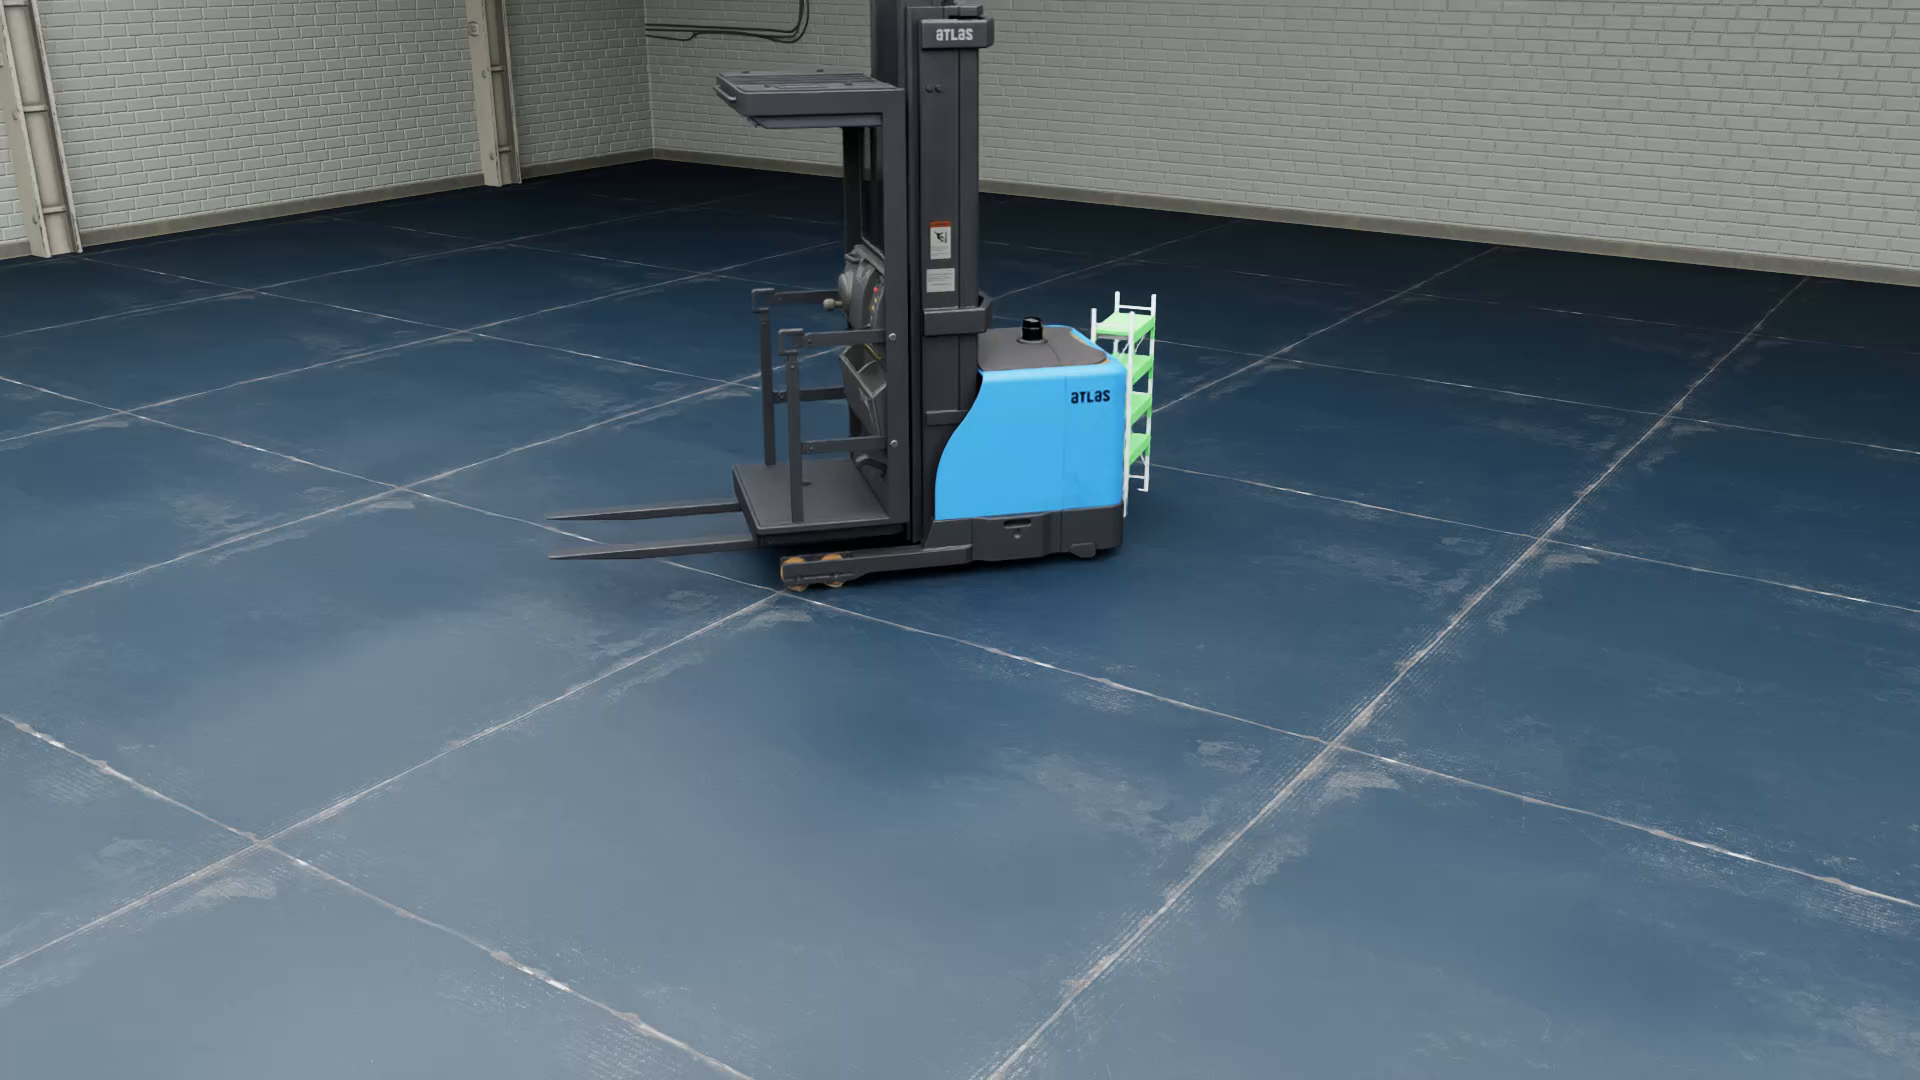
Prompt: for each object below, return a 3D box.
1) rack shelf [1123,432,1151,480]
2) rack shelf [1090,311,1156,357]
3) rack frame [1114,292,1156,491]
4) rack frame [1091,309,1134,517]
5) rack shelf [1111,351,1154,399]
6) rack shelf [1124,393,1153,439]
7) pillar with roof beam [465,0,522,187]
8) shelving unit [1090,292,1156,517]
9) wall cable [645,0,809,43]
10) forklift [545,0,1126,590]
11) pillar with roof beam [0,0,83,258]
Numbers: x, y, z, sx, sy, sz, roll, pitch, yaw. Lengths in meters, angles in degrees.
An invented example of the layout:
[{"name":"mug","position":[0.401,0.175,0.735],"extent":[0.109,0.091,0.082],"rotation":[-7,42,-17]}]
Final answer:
[{"name":"rack shelf","position":[0.938,-0.509,9.788],"extent":[0.258,0.148,0.480],"rotation":[7,22,19]},{"name":"rack shelf","position":[0.938,-1.184,9.538],"extent":[0.258,0.148,0.480],"rotation":[7,22,19]},{"name":"rack frame","position":[1.024,-0.873,9.897],"extent":[0.240,1.200,0.015],"rotation":[7,22,19]},{"name":"rack frame","position":[0.853,-0.715,9.468],"extent":[0.240,1.200,0.015],"rotation":[7,22,19]},{"name":"rack shelf","position":[0.938,-0.959,9.621],"extent":[0.258,0.148,0.480],"rotation":[7,22,19]},{"name":"rack shelf","position":[0.938,-0.734,9.705],"extent":[0.258,0.148,0.480],"rotation":[7,22,19]},{"name":"pillar with roof beam","position":[-2.493,-8.096,18.181],"extent":[9.100,9.000,0.400],"rotation":[13,24,32]},{"name":"shelving unit","position":[0.938,-0.794,9.682],"extent":[0.258,1.200,0.503],"rotation":[7,22,19]},{"name":"wall cable","position":[-3.303,-8.067,22.577],"extent":[3.097,2.526,0.112],"rotation":[13,24,32]},{"name":"forklift","position":[-0.691,-1.318,8.603],"extent":[3.031,2.935,1.130],"rotation":[-5,21,-13]},{"name":"pillar with roof beam","position":[-5.866,-6.374,13.527],"extent":[9.100,9.000,0.400],"rotation":[13,24,32]}]
